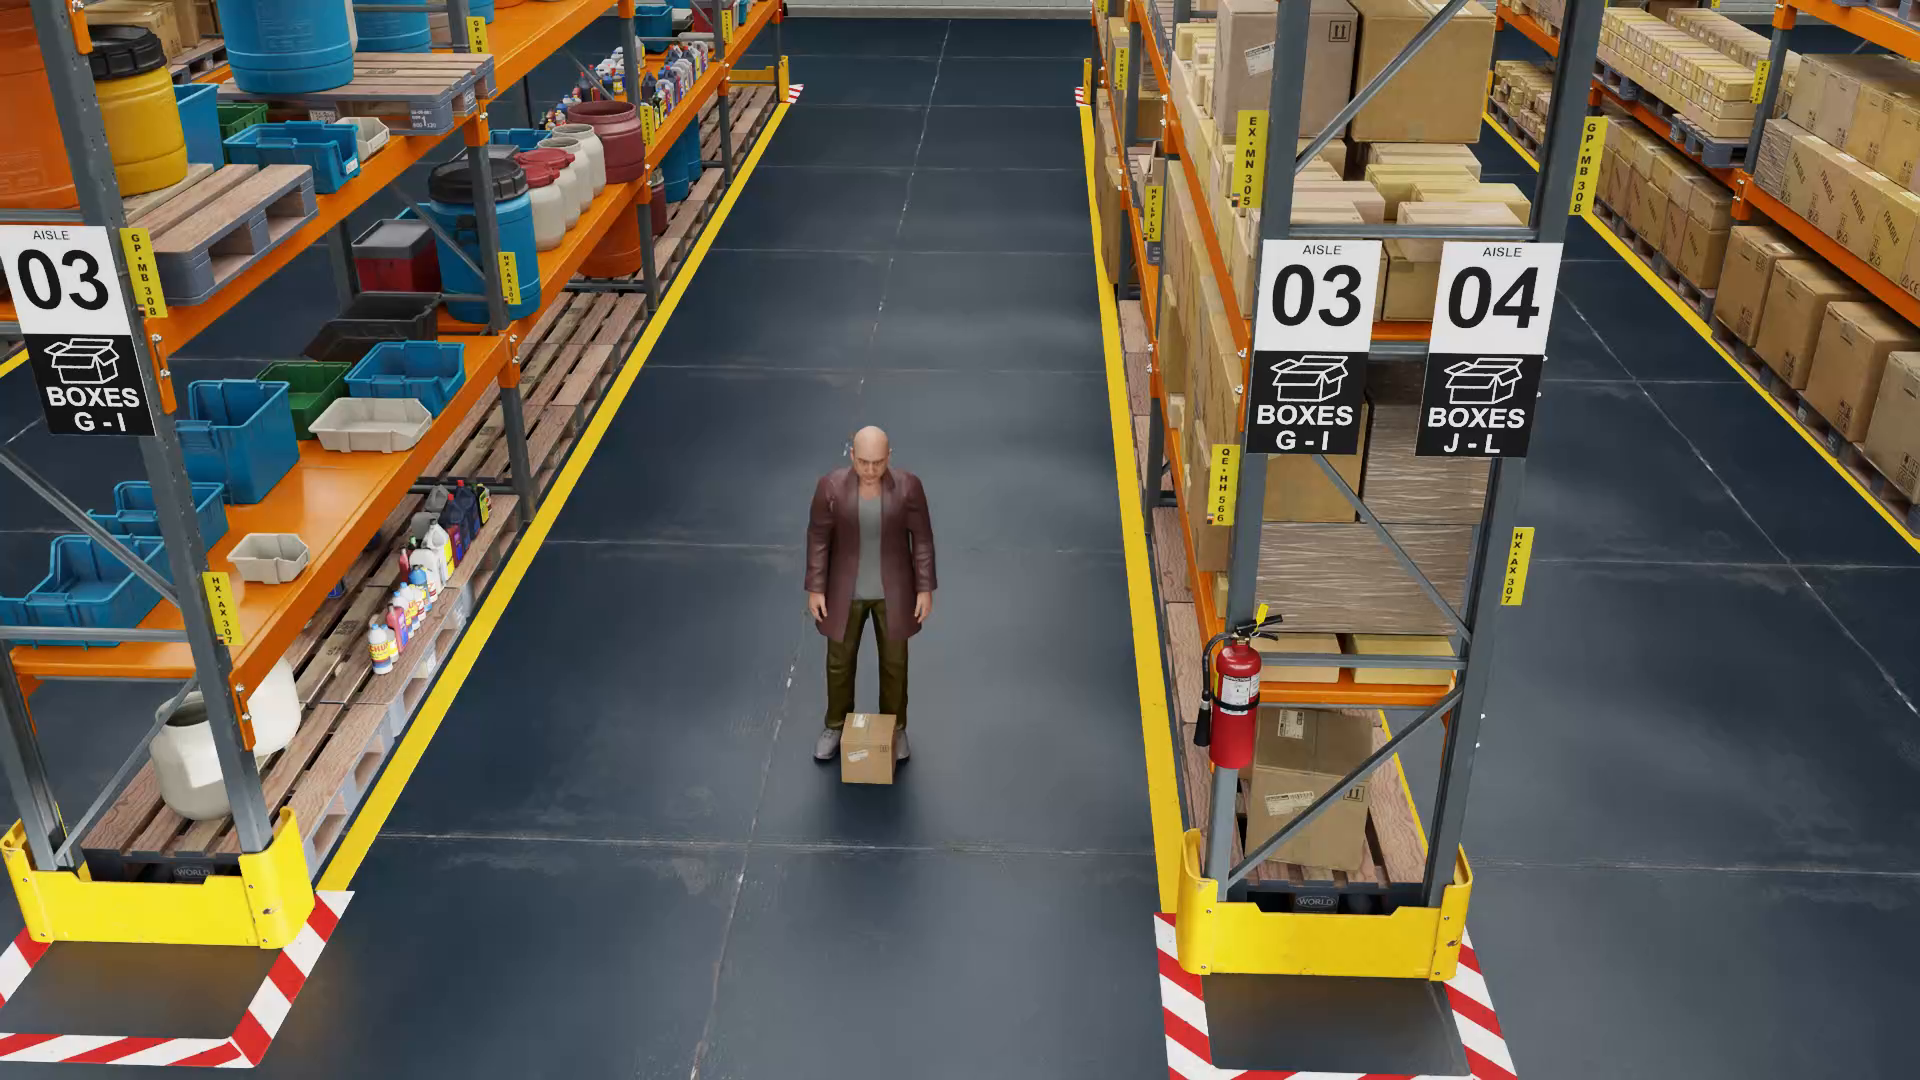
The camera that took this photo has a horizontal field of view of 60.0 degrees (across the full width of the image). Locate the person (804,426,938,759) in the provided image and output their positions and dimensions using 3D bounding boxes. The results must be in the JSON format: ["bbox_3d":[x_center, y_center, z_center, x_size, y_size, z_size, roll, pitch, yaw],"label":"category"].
[{"bbox_3d":[-0.436,0.249,8.159,0.654,1.774,0.421,0,28,-1],"label":"person"}]
